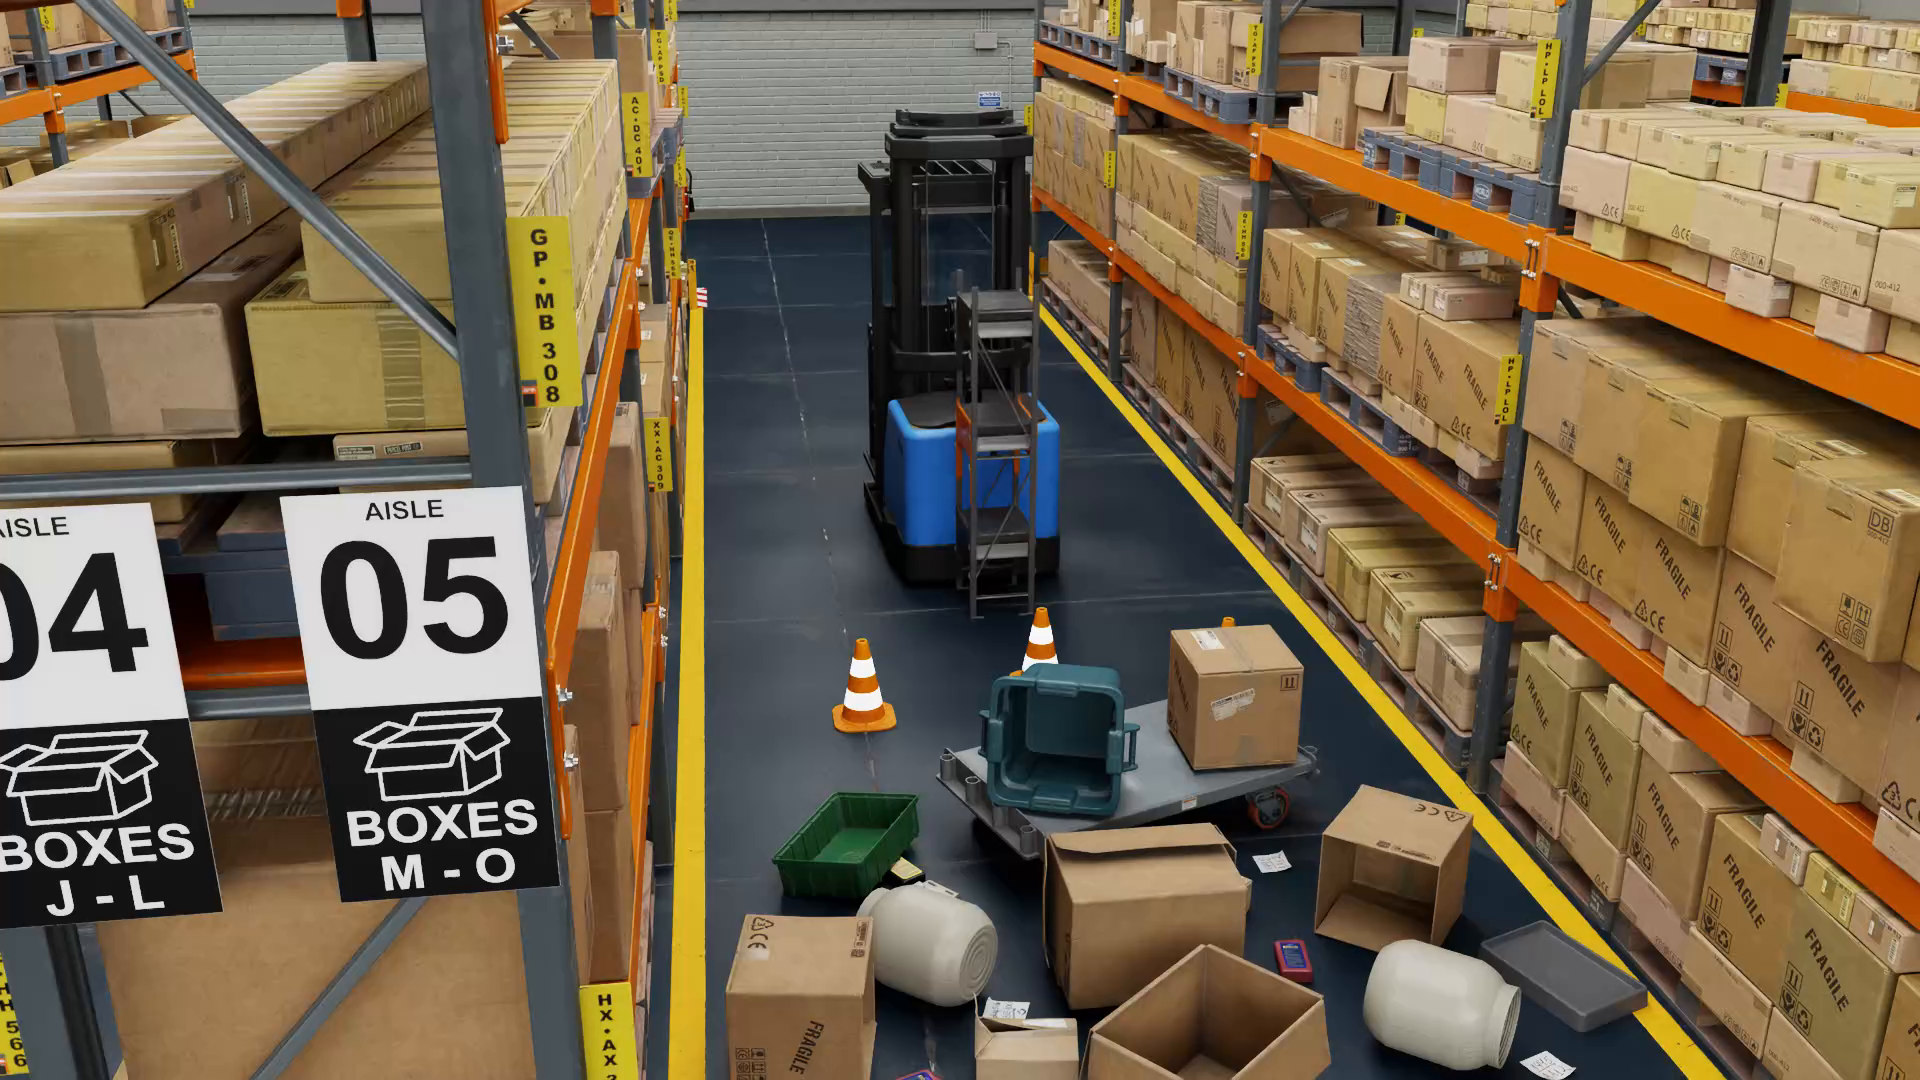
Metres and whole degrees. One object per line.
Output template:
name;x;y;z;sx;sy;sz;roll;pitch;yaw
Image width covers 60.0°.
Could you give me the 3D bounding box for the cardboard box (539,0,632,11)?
cardboard box;-3.033;-4.171;13.566;0.700;0.500;0.500;-3;21;-8

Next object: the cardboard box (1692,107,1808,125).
cardboard box;3.320;-1.736;7.010;0.380;0.149;0.250;-2;21;-7

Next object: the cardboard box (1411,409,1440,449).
cardboard box;2.618;-0.597;8.785;0.380;0.149;0.250;-3;21;-9

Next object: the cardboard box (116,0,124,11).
cardboard box;-8.266;-4.969;15.561;0.700;0.500;0.500;-4;21;-11

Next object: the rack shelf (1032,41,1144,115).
rack shelf;1.617;-4.704;16.765;1.077;0.370;4.000;-3;21;-8

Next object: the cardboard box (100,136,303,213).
cardboard box;-1.778;-0.860;3.920;0.380;0.149;0.250;-3;21;-8

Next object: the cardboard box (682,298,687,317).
cardboard box;-2.947;-2.334;16.727;0.380;0.149;0.250;-3;21;-7

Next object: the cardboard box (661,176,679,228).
cardboard box;-2.801;-3.029;14.972;0.500;0.500;0.500;-3;21;-9

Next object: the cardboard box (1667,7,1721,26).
cardboard box;6.534;-4.651;14.786;0.380;0.149;0.250;-3;21;-7

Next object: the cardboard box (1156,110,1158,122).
cardboard box;1.985;-4.059;15.799;0.380;0.149;0.250;-3;21;-8

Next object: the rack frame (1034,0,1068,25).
rack frame;1.328;-7.139;17.969;1.000;3.000;0.127;-3;21;-8

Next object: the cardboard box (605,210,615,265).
cardboard box;-1.310;-0.959;5.324;0.380;0.149;0.250;-3;21;-7

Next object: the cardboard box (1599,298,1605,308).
cardboard box;6.892;-2.447;17.456;0.380;0.149;0.250;-3;21;-8

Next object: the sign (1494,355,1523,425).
sign;2.510;-0.687;7.613;0.100;0.325;0.005;-3;21;-8

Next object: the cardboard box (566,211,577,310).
cardboard box;-1.139;-0.578;3.735;0.500;0.250;0.500;-3;21;-8

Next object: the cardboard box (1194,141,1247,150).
cardboard box;2.300;-3.138;14.259;0.500;0.500;0.500;-3;21;-7

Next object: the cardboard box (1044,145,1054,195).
cardboard box;1.214;-4.021;18.052;0.500;0.500;0.500;-3;21;-9

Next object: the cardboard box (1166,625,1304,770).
cardboard box;1.301;0.743;7.931;0.500;0.500;0.500;-3;21;-8

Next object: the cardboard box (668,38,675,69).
cardboard box;-2.921;-4.522;15.463;0.500;0.250;0.500;-2;21;-5

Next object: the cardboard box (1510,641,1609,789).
cardboard box;2.876;0.784;7.587;0.500;0.500;0.500;-2;21;-5

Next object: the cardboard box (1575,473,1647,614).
cardboard box;2.941;-0.021;6.917;0.500;0.500;0.500;-3;21;-8

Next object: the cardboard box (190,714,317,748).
cardboard box;-1.435;0.604;4.055;0.875;0.550;0.550;-3;21;-8

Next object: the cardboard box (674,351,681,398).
cardboard box;-2.394;-1.250;12.675;0.500;0.250;0.500;-3;21;-7

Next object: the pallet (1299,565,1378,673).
pallet;2.765;0.440;10.237;1.003;0.211;1.213;-3;21;-8

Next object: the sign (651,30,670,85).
sign;-1.852;-2.984;10.278;0.100;0.325;0.005;-3;21;-8

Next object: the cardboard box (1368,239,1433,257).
cardboard box;2.908;-1.620;10.598;0.500;0.500;0.500;-3;21;-9

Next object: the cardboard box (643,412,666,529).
cardboard box;-1.709;-0.306;8.106;0.500;0.500;0.500;-3;21;-7

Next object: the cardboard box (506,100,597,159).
cardboard box;-1.238;-1.157;4.717;0.380;0.149;0.250;-3;21;-7

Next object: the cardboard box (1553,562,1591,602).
cardboard box;2.874;0.154;7.376;0.380;0.149;0.250;-2;21;-6

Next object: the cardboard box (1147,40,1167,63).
cardboard box;1.741;-3.980;13.533;0.380;0.166;0.250;-4;21;-11

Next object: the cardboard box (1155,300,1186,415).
cardboard box;2.211;-1.622;14.208;0.875;0.875;0.875;-2;21;-6

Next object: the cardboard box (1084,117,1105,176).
cardboard box;1.499;-3.784;15.989;0.500;0.500;0.500;-3;21;-9

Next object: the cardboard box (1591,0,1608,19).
cardboard box;6.424;-5.242;16.250;0.500;0.250;0.500;-3;21;-9

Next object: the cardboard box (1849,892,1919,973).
cardboard box;3.142;1.259;5.388;0.380;0.149;0.250;-2;21;-6

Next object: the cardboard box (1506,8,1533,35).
cardboard box;6.188;-5.534;17.749;0.500;0.250;0.500;-4;21;-9

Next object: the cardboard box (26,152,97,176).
cardboard box;-7.717;-3.043;14.294;0.500;0.500;0.500;-3;21;-8

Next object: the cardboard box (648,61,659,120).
cardboard box;-1.955;-2.534;9.311;0.500;0.311;0.500;-3;21;-8

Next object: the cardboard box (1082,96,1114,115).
cardboard box;1.424;-4.299;16.440;0.380;0.149;0.250;-3;21;-9

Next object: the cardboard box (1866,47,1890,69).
cardboard box;7.073;-3.626;12.494;0.380;0.149;0.250;-2;21;-7

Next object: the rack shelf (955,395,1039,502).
rack shelf;0.220;-0.571;10.277;0.431;0.518;0.480;-4;21;-10

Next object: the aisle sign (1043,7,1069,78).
aisle sign;1.031;-5.557;18.591;0.394;0.787;0.004;-3;21;-8

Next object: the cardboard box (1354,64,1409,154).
cardboard box;2.730;-2.486;9.649;0.797;0.503;0.637;-3;21;-8

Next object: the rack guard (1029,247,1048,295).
rack guard;1.325;-3.166;19.478;1.175;0.500;0.348;-3;21;-8

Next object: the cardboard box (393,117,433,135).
cardboard box;-1.958;-1.249;5.532;0.500;0.250;0.500;-3;21;-8

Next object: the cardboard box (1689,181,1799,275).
cardboard box;2.994;-1.130;5.956;0.500;0.250;0.500;-3;21;-7

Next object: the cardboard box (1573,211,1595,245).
cardboard box;2.858;-1.340;7.088;0.380;0.149;0.250;-3;21;-9

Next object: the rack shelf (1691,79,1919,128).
rack shelf;7.105;-3.571;13.731;1.077;0.370;4.000;-3;21;-8

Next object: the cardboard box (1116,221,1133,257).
cardboard box;1.707;-2.708;14.893;0.500;0.250;0.500;-3;21;-9

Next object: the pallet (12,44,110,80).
pallet;-8.009;-4.091;14.223;1.003;0.211;1.213;-3;21;-8

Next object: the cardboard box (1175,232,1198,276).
cardboard box;1.989;-2.231;12.902;0.500;0.250;0.500;-3;21;-9

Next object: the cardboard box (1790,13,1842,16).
cardboard box;7.111;-4.318;13.893;0.380;0.149;0.250;-3;21;-7

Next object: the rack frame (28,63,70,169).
rack frame;-7.901;-2.444;13.972;1.000;3.000;0.127;-3;21;-8

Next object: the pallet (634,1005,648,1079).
pallet;-1.614;2.108;5.771;1.003;0.211;1.213;-3;21;-8

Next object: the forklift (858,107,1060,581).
forklift;-0.112;-1.587;11.777;1.130;2.935;3.031;-4;21;-10

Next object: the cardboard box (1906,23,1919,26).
cardboard box;7.483;-3.878;12.744;0.380;0.149;0.250;-2;21;-6

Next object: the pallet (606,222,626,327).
pallet;-1.718;-0.969;5.863;1.003;0.211;1.213;-3;21;-8

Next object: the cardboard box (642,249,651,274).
cardboard box;-2.318;-1.894;11.410;0.380;0.149;0.250;-3;21;-9

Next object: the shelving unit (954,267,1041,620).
shelving unit;0.220;-0.584;10.272;0.431;2.100;0.503;-4;21;-10
